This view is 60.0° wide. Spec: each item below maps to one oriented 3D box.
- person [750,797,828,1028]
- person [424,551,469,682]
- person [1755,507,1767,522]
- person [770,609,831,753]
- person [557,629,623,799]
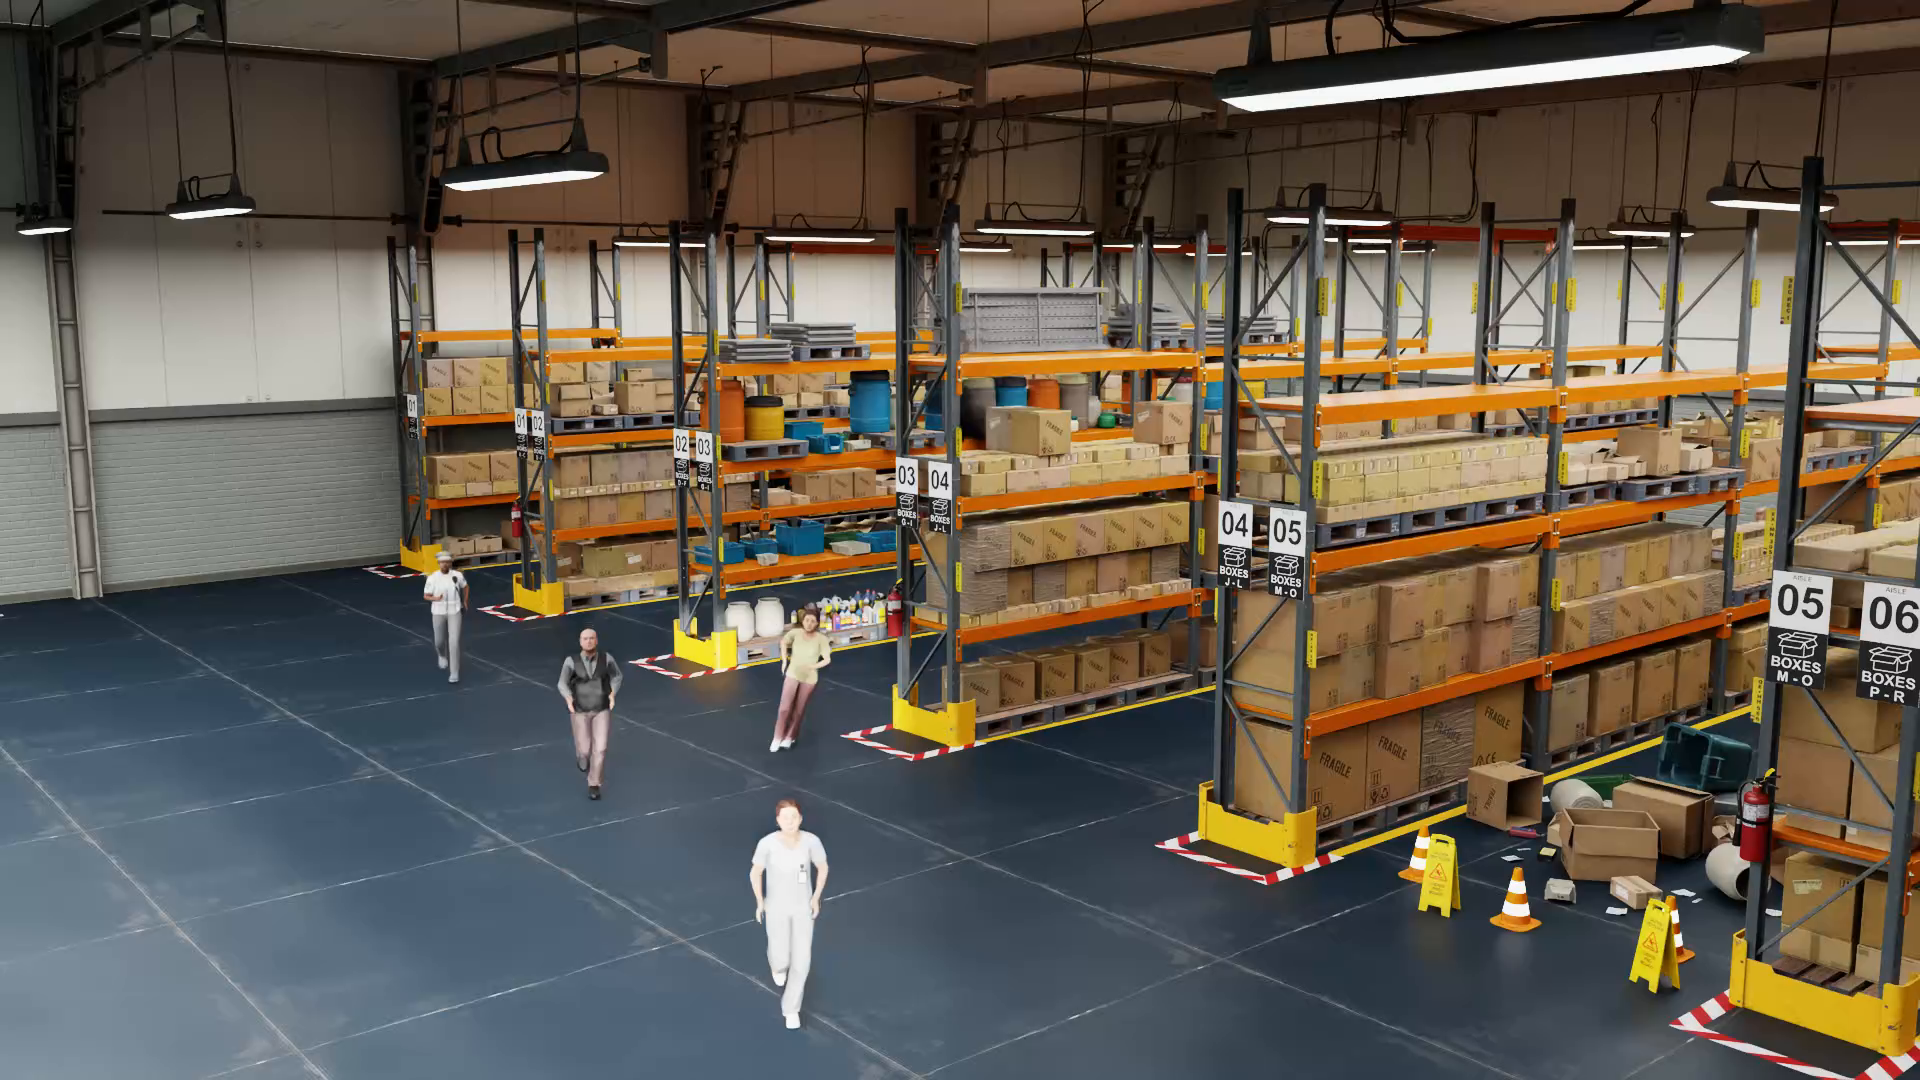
[{"bbox_3d":[-1.206,2.581,11.787,0.550,1.621,0.622,-1,9,-9],"label":"person"},{"bbox_3d":[-6.742,0.965,21.878,0.580,1.677,0.931,-3,9,-17],"label":"person"},{"bbox_3d":[12.299,0.377,25.452,0.931,1.778,0.708,-6,11,-35],"label":"person"},{"bbox_3d":[-1.777,1.559,18.469,0.690,1.635,0.608,0,9,0],"label":"person"},{"bbox_3d":[-3.763,1.742,16.993,0.659,1.688,0.765,-2,9,-16],"label":"person"}]
